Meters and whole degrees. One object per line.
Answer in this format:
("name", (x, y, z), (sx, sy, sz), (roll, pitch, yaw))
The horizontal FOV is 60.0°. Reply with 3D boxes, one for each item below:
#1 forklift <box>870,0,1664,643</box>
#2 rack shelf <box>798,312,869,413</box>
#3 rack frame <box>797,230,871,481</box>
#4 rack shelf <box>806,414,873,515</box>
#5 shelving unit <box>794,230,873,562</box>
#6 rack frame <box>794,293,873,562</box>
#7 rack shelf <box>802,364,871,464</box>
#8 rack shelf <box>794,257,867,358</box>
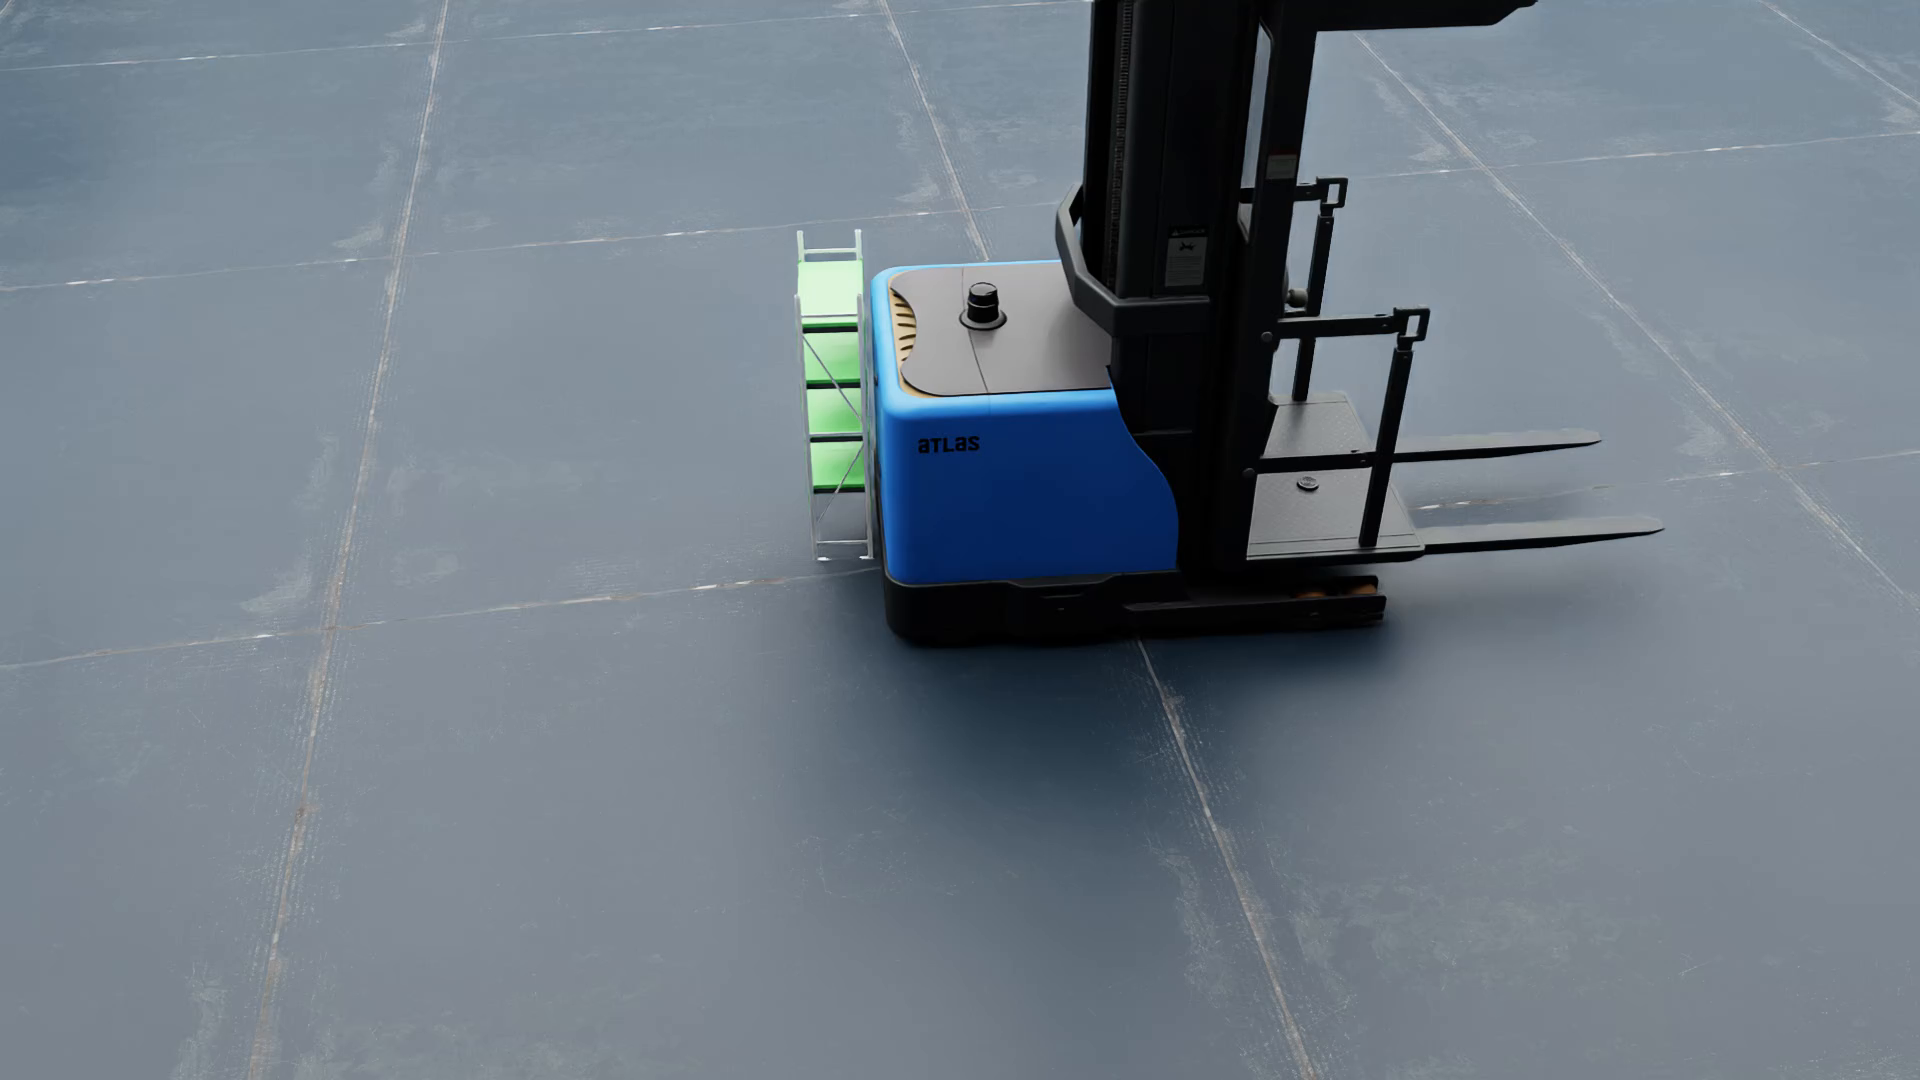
("forklift", (1.193, -1.142, 5.831), (3.031, 2.935, 1.130), (-3, 38, -4))
("rack shelf", (-0.482, -0.685, 6.366), (0.258, 0.148, 0.480), (-2, 38, -3))
("rack frame", (-0.496, -0.695, 6.667), (0.240, 1.200, 0.015), (-2, 38, -3))
("rack shelf", (-0.482, -0.306, 6.661), (0.258, 0.148, 0.480), (-2, 38, -3))
("shelving unit", (-0.482, -0.546, 6.474), (0.258, 1.200, 0.503), (-2, 38, -3))
("rack frame", (-0.468, -0.396, 6.282), (0.240, 1.200, 0.015), (-2, 38, -3))
("rack shelf", (-0.482, -0.495, 6.514), (0.258, 0.148, 0.480), (-2, 38, -3))
("rack shelf", (-0.482, -0.874, 6.219), (0.258, 0.148, 0.480), (-2, 38, -3))
